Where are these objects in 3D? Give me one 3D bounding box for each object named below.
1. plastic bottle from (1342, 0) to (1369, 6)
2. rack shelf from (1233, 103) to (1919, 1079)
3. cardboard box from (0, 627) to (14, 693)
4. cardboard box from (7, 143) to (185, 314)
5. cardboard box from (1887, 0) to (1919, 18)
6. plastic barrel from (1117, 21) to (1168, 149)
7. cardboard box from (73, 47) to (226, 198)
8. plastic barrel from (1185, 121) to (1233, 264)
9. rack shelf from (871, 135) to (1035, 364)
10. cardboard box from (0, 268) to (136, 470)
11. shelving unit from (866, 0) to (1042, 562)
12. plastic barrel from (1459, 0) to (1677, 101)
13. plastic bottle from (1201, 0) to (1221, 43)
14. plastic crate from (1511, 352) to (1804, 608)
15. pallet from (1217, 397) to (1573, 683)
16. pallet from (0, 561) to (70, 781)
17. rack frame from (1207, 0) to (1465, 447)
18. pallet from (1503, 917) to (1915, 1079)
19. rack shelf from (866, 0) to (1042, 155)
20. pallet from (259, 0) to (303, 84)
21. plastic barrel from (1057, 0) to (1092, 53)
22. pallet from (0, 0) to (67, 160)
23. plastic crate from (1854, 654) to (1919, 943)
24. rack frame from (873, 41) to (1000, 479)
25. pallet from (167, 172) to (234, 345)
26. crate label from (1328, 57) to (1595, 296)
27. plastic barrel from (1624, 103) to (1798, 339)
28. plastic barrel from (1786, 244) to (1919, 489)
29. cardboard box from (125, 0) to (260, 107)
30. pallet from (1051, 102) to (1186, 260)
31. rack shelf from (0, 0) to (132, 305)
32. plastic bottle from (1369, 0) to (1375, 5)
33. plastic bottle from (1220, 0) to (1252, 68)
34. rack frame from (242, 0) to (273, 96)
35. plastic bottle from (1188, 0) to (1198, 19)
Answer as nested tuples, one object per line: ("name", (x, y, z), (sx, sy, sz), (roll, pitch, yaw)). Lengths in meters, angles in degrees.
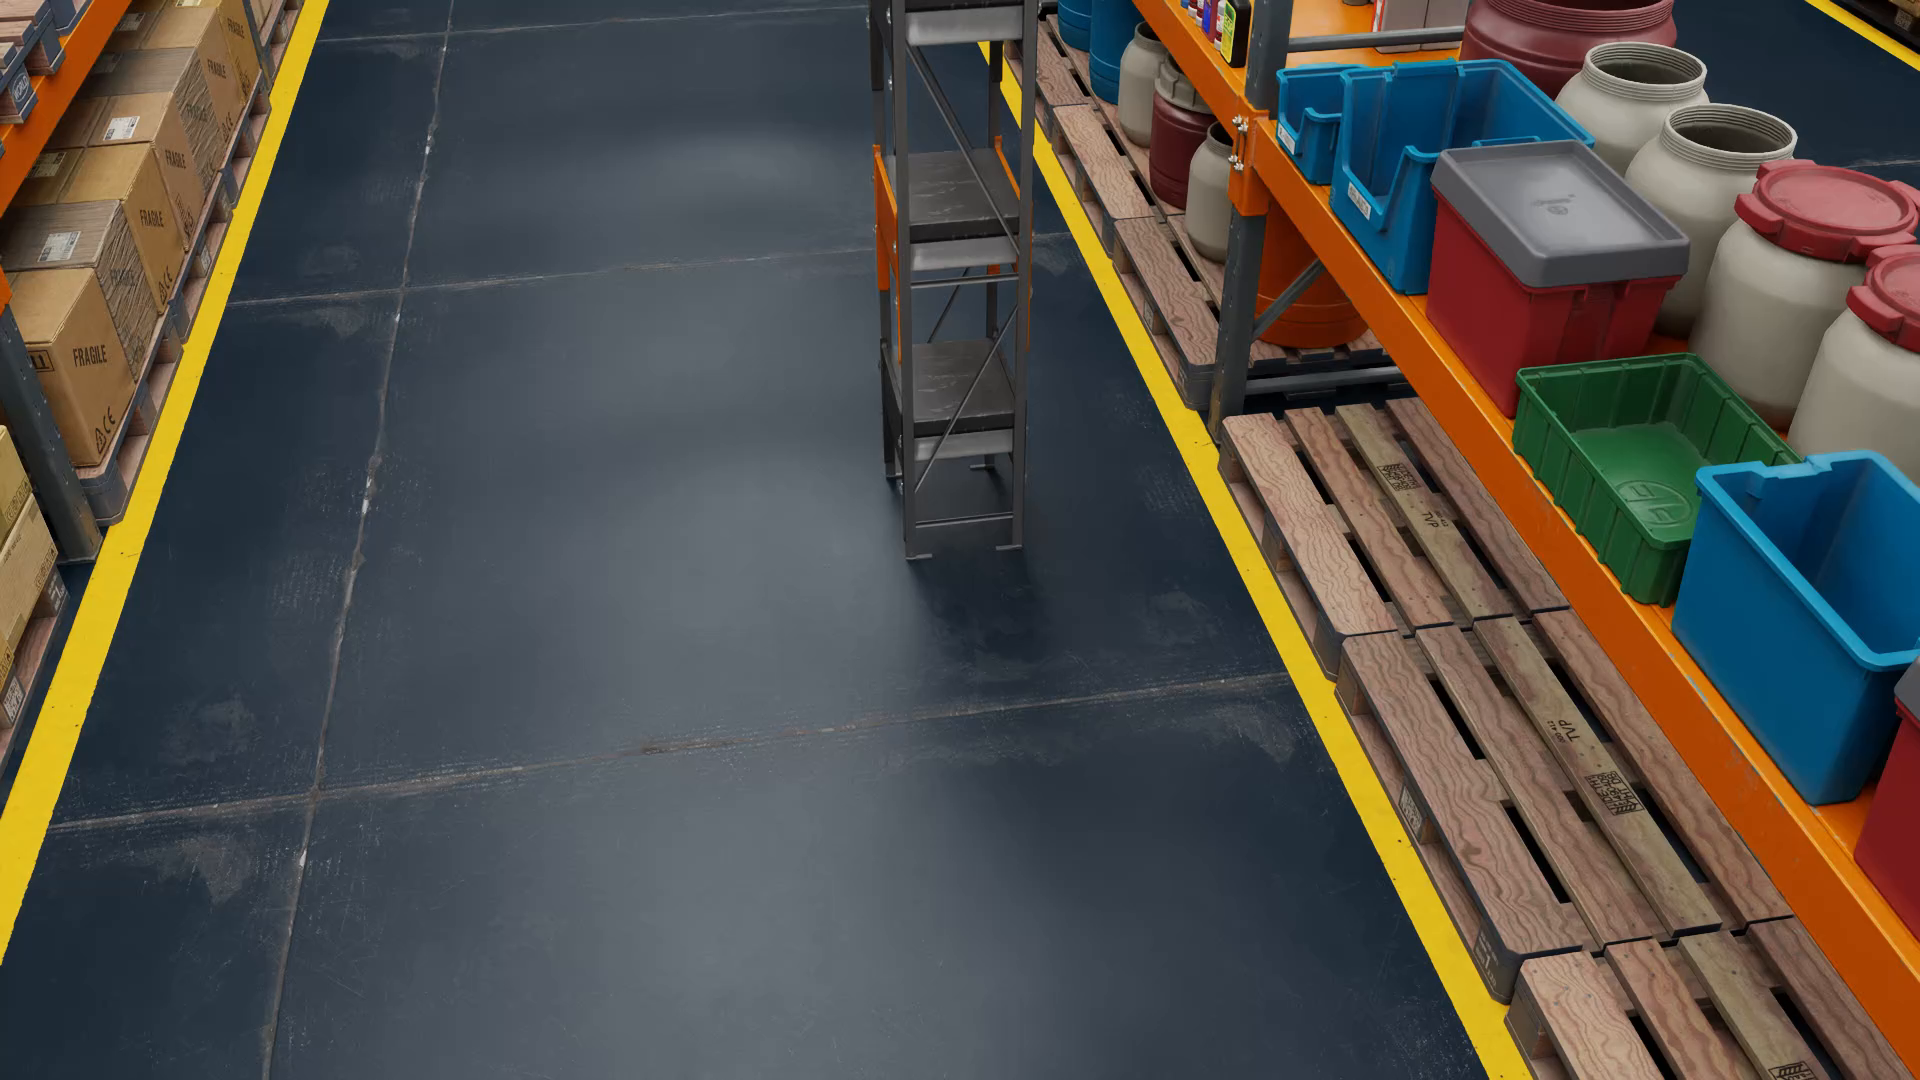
("plastic bottle", (1.479, -2.095, 6.164), (0.097, 0.201, 0.097), (0, 38, 0))
("rack shelf", (1.788, -0.130, 4.059), (1.077, 0.370, 4.000), (-6, 38, -8))
("cardboard box", (-3.014, 0.430, 4.650), (0.500, 0.250, 0.500), (-7, 38, -8))
("cardboard box", (-3.419, -1.203, 6.533), (0.500, 0.500, 0.500), (-7, 38, -9))
("cardboard box", (5.744, -3.514, 9.217), (1.225, 0.875, 0.875), (-6, 38, -8))
("plastic barrel", (0.950, -2.113, 7.711), (0.421, 0.512, 0.421), (0, 38, 0))
("cardboard box", (-3.607, -1.825, 7.333), (0.500, 0.500, 0.500), (-6, 38, -7))
("plastic barrel", (1.148, -1.431, 6.833), (0.421, 0.512, 0.421), (0, 38, 0))
("rack shelf", (-0.029, -0.918, 5.243), (0.431, 0.518, 0.480), (-6, 38, -8))
("cardboard box", (-3.238, -0.584, 5.736), (0.500, 0.500, 0.500), (-5, 38, -6))
("shelving unit", (-0.029, -0.929, 5.235), (0.431, 2.100, 0.503), (-6, 38, -8))
("plastic barrel", (1.817, -1.429, 5.033), (0.600, 0.536, 0.708), (-6, 38, -8))
("plastic bottle", (0.906, -1.914, 5.864), (0.061, 0.283, 0.133), (-6, 38, -8))
("plastic crate", (1.555, -0.144, 3.664), (0.450, 0.188, 0.662), (-6, 38, -8))
("pallet", (1.535, -0.049, 5.641), (1.003, 0.211, 1.213), (-6, 38, -8))
("pallet", (-3.334, 0.511, 4.921), (1.003, 0.211, 1.213), (-6, 38, -8))
("rack frame", (1.437, -1.623, 5.394), (1.000, 3.000, 0.127), (-6, 38, -8))
("pallet", (1.963, 1.424, 3.744), (1.003, 0.211, 1.213), (-6, 38, -8))
("rack shelf", (-0.029, -1.471, 4.813), (0.431, 0.518, 0.480), (-6, 38, -8))
("pallet", (-4.261, -2.822, 9.210), (1.003, 0.211, 1.213), (-6, 38, -8))
("plastic barrel", (0.815, -3.045, 8.593), (0.600, 0.901, 0.708), (-6, 38, -8))
("pallet", (-3.628, -1.418, 5.287), (1.213, 0.211, 1.003), (-6, 38, -8))
("plastic crate", (1.752, 0.509, 2.598), (0.402, 0.464, 0.583), (-6, 38, -8))
("rack frame", (-0.072, -1.077, 5.424), (0.400, 2.100, 0.015), (-6, 38, -8))
("pallet", (-3.744, -1.181, 7.098), (1.003, 0.211, 1.213), (-6, 38, -8))
("crate label", (1.345, -1.007, 4.573), (0.502, 0.435, 0.616), (-6, 38, -8))
("plastic barrel", (1.902, -0.814, 4.262), (0.421, 0.512, 0.421), (0, 38, 0))
("plastic barrel", (2.058, -0.305, 3.587), (0.433, 0.535, 0.433), (0, 38, 0))
("cardboard box", (-3.773, -2.427, 8.109), (0.500, 0.500, 0.500), (-6, 38, -8))
("pallet", (1.048, -1.728, 7.803), (1.003, 0.211, 1.213), (-6, 38, -8))
("rack shelf", (-3.791, -2.016, 6.486), (1.077, 0.370, 4.000), (-6, 38, -8))
("plastic bottle", (1.599, -2.149, 6.173), (0.152, 0.276, 0.135), (-6, 38, -8))
("plastic bottle", (0.946, -1.775, 5.685), (0.061, 0.283, 0.133), (-6, 38, -8))
("rack frame", (-4.141, -3.508, 7.821), (1.000, 3.000, 0.127), (-6, 38, -8))
("plastic bottle", (0.887, -2.012, 6.057), (0.097, 0.201, 0.097), (0, 38, 0))
